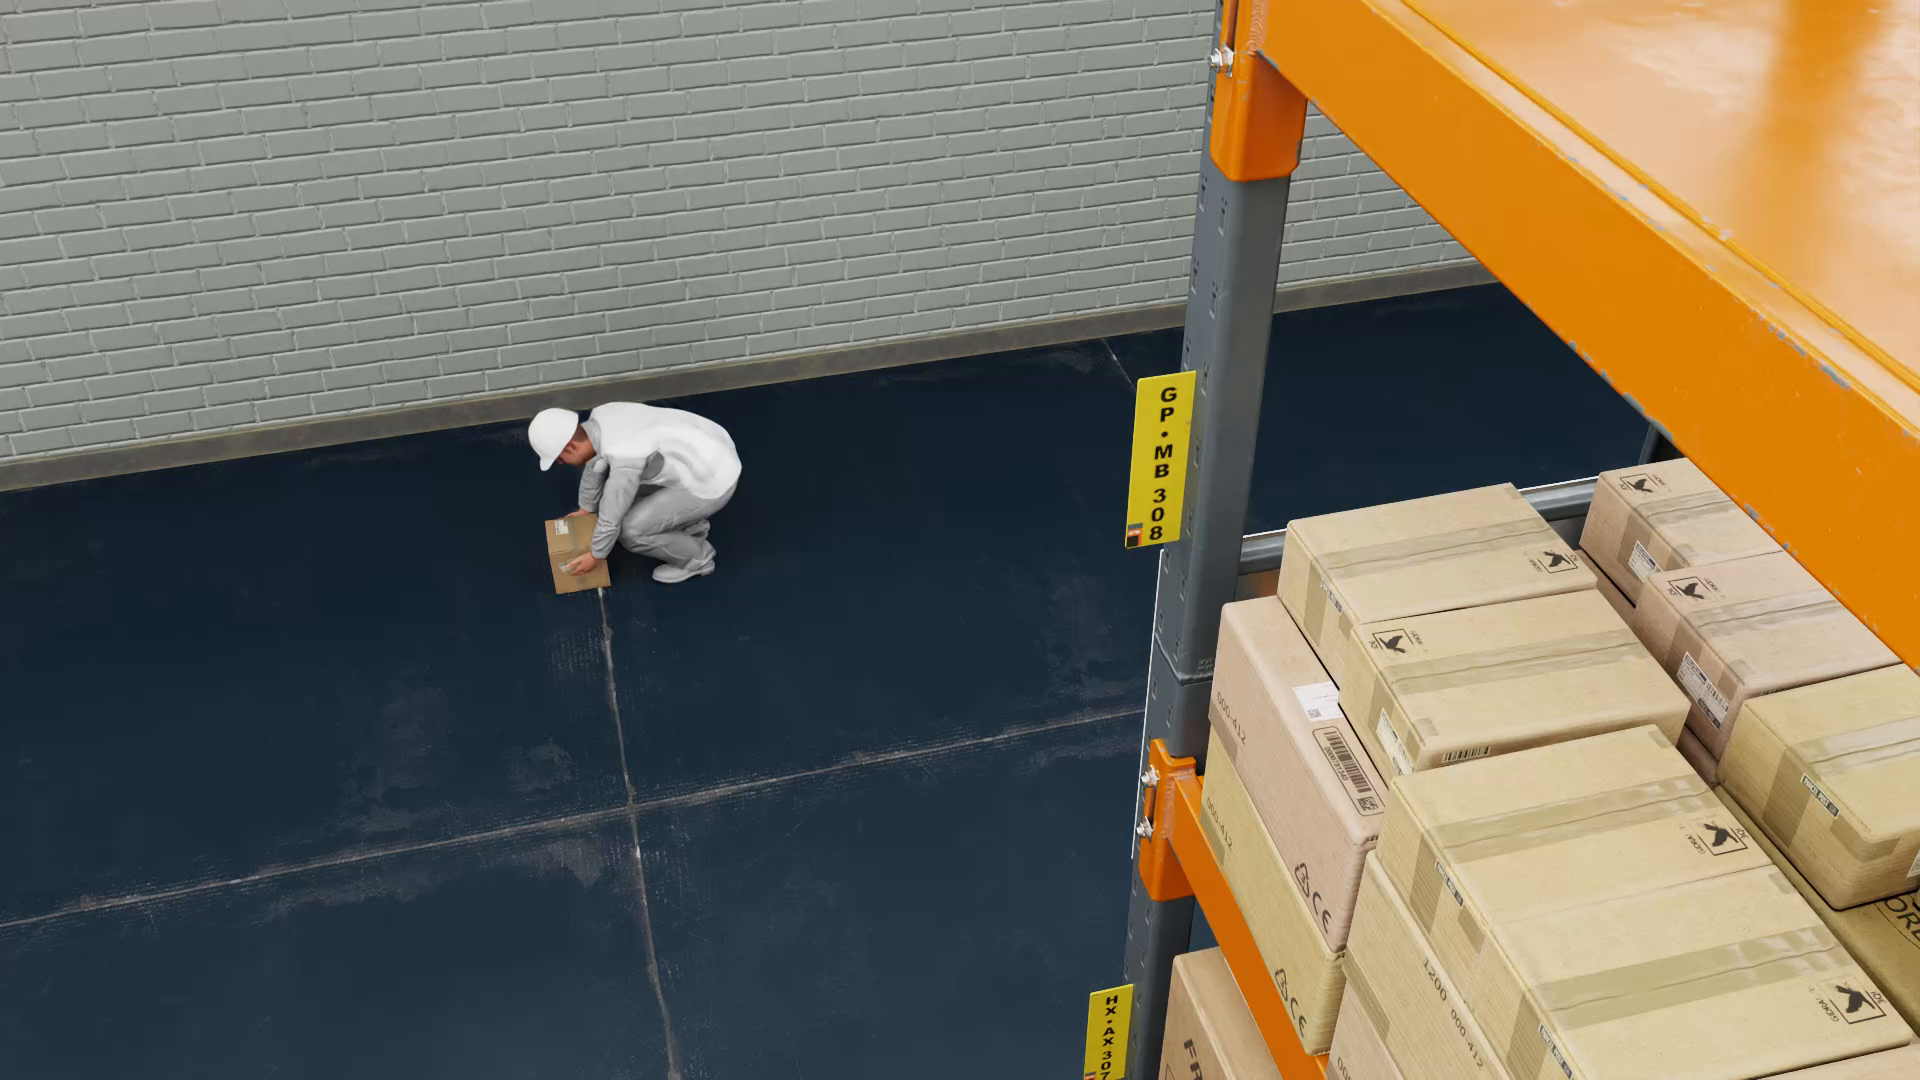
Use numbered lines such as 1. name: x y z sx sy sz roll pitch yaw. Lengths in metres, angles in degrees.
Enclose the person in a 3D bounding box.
1. person: -1.459 -0.258 7.624 0.908 0.964 0.542 -9 39 -12
